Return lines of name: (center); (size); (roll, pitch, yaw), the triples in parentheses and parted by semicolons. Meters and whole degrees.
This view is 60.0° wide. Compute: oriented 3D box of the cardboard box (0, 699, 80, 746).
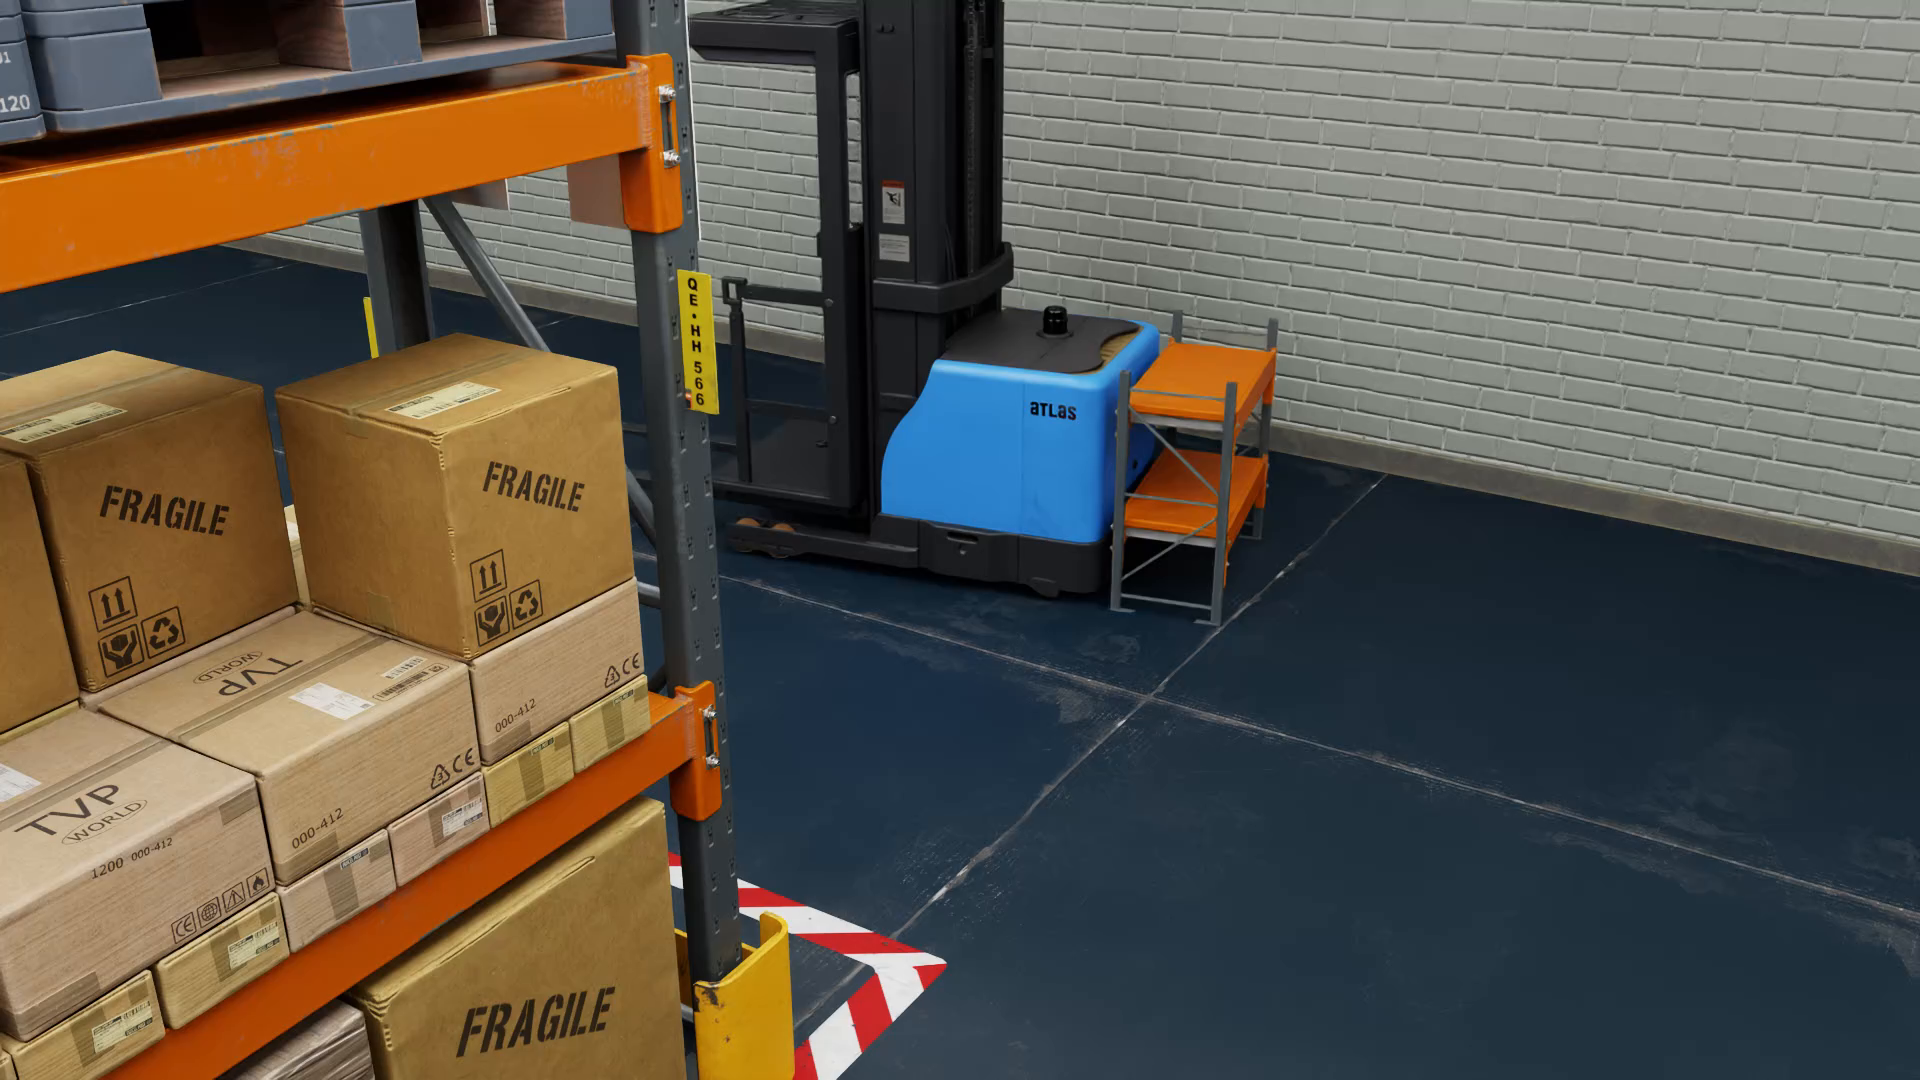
cardboard box: (-2.065, 0.461, 3.223); (0.500, 0.250, 0.500); (13, 27, 27)

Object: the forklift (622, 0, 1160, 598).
forklift: (-0.603, -1.439, 7.884); (3.031, 2.935, 1.130); (9, 25, 20)

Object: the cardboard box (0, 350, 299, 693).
cardboard box: (-1.792, -0.060, 3.483); (0.500, 0.500, 0.500); (13, 27, 28)

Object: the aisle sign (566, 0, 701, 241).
aisle sign: (-0.753, -1.077, 3.689); (0.394, 0.787, 0.004); (14, 27, 29)

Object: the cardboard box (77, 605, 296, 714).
cardboard box: (-1.797, 0.292, 3.613); (0.500, 0.250, 0.500); (13, 27, 28)

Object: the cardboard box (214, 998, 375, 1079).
cardboard box: (-1.795, 1.400, 3.386); (0.875, 0.875, 0.875); (14, 27, 29)

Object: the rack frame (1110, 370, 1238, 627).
rack frame: (0.919, -0.170, 7.227); (0.500, 1.125, 0.032); (8, 25, 18)

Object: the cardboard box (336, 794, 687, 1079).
cardboard box: (-1.315, 1.093, 4.096); (0.875, 0.875, 0.875); (14, 27, 29)

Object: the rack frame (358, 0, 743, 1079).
rack frame: (-1.045, 0.078, 4.295); (1.000, 3.000, 0.127); (14, 27, 29)

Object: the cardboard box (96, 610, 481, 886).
cardboard box: (-1.344, 0.400, 3.364); (0.500, 0.250, 0.500); (13, 27, 28)

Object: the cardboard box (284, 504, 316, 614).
cardboard box: (-1.528, 0.116, 4.022); (0.500, 0.250, 0.500); (13, 27, 28)

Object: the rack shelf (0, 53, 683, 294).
rack shelf: (-2.100, -0.294, 2.282); (1.077, 0.370, 4.000); (14, 27, 29)

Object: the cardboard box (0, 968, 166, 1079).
cardboard box: (-1.627, 0.815, 2.908); (0.380, 0.149, 0.250); (14, 27, 29)

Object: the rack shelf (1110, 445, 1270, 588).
rack shelf: (1.088, -0.136, 7.764); (0.538, 0.278, 1.000); (8, 25, 18)

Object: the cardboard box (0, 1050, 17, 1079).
cardboard box: (-1.760, 0.898, 2.716); (0.380, 0.149, 0.250); (14, 27, 30)

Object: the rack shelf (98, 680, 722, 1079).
rack shelf: (-2.100, 1.083, 2.878); (1.077, 0.370, 4.000); (14, 27, 29)

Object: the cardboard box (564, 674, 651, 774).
cardboard box: (-0.953, 0.382, 3.908); (0.380, 0.149, 0.250); (14, 27, 30)

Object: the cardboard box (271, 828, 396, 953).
cardboard box: (-1.356, 0.639, 3.314); (0.380, 0.149, 0.250); (14, 27, 30)

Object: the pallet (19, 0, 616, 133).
pallet: (-1.428, -1.006, 3.133); (1.003, 0.211, 1.213); (14, 27, 29)

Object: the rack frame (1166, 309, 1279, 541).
rack frame: (1.258, -0.551, 8.107); (0.500, 1.125, 0.032); (8, 25, 18)

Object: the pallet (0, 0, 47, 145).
pallet: (-2.071, -0.592, 2.178); (1.003, 0.211, 1.213); (14, 27, 29)

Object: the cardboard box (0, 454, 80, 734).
cardboard box: (-2.060, 0.116, 3.076); (0.500, 0.500, 0.500); (13, 27, 28)

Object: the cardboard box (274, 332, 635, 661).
cardboard box: (-1.079, -0.115, 3.609); (0.500, 0.500, 0.500); (14, 27, 30)

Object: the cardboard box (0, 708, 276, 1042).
cardboard box: (-1.612, 0.572, 2.967); (0.500, 0.250, 0.500); (13, 27, 27)

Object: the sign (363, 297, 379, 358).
sign: (-1.514, -0.474, 4.380); (0.100, 0.325, 0.005); (14, 27, 29)

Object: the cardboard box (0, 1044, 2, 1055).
cardboard box: (-1.883, 0.749, 2.559); (0.500, 0.250, 0.500); (14, 27, 29)

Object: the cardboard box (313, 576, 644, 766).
cardboard box: (-1.076, 0.229, 3.759); (0.500, 0.250, 0.500); (13, 27, 28)

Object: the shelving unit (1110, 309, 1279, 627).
shelving unit: (1.088, -0.361, 7.667); (0.538, 1.125, 1.048); (8, 25, 18)

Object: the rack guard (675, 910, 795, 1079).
rack guard: (-1.033, 1.217, 4.810); (1.175, 0.500, 0.348); (14, 27, 29)

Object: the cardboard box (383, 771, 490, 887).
cardboard box: (-1.223, 0.555, 3.508); (0.380, 0.149, 0.250); (14, 27, 29)

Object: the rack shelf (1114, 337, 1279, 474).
rack shelf: (1.088, -0.629, 7.551); (0.538, 0.278, 1.000); (8, 25, 18)

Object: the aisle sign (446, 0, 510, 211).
aisle sign: (-1.262, -1.202, 3.980); (0.394, 0.787, 0.004); (14, 27, 29)

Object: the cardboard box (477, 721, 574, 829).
cardboard box: (-1.089, 0.470, 3.704); (0.380, 0.149, 0.250); (14, 27, 29)

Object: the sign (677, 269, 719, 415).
sign: (-0.592, -0.444, 3.744); (0.100, 0.325, 0.005); (14, 27, 29)

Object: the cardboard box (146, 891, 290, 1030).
cardboard box: (-1.491, 0.727, 3.111); (0.380, 0.149, 0.250); (13, 27, 28)
